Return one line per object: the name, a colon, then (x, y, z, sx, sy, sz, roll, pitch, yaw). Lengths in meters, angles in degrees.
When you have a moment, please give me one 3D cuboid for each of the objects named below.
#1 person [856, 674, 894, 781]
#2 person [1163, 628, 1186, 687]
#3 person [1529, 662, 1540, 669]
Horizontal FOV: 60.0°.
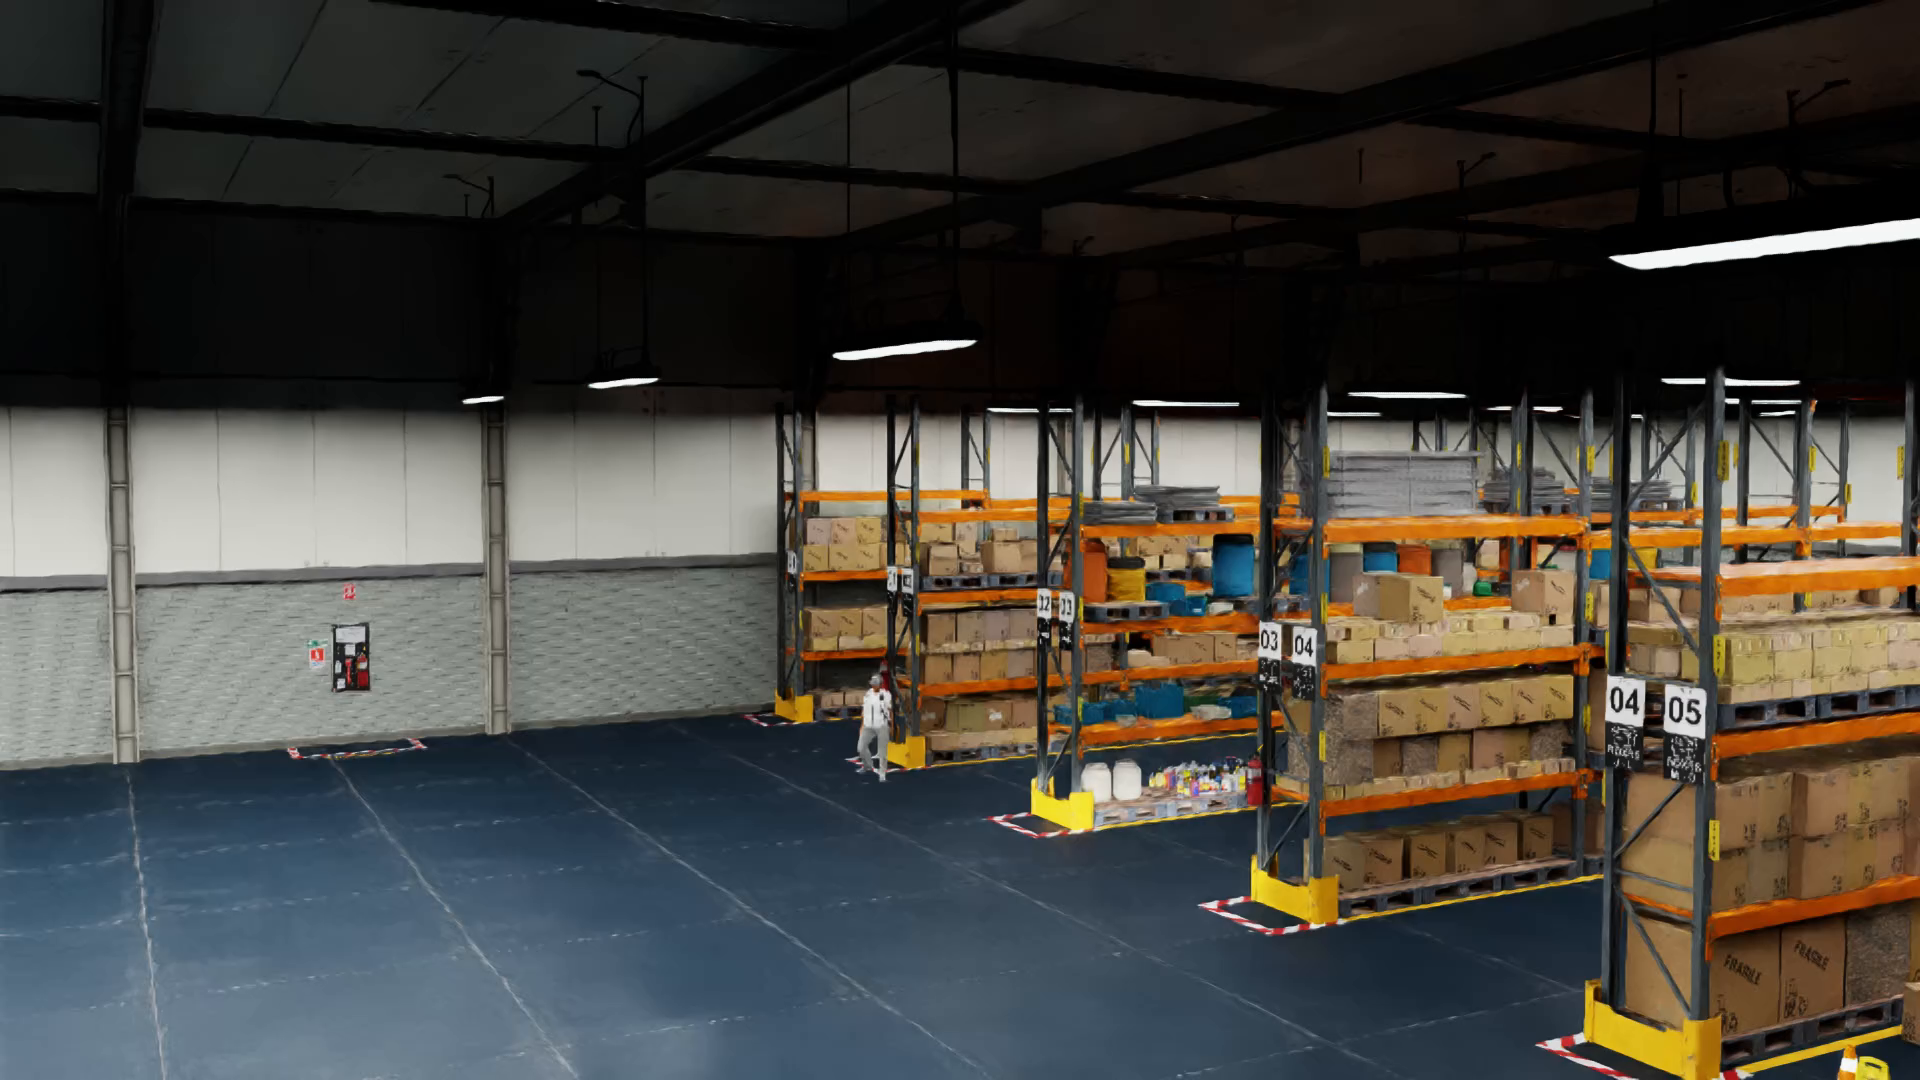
person: (-1.355, 2.884, 25.790, 0.692, 1.652, 0.539, 1, 3, 21)
person: (4.298, 2.392, 33.716, 1.029, 1.715, 0.538, -2, 4, -36)
person: (10.272, 2.548, 30.215, 0.666, 1.784, 0.588, 0, 3, -4)
